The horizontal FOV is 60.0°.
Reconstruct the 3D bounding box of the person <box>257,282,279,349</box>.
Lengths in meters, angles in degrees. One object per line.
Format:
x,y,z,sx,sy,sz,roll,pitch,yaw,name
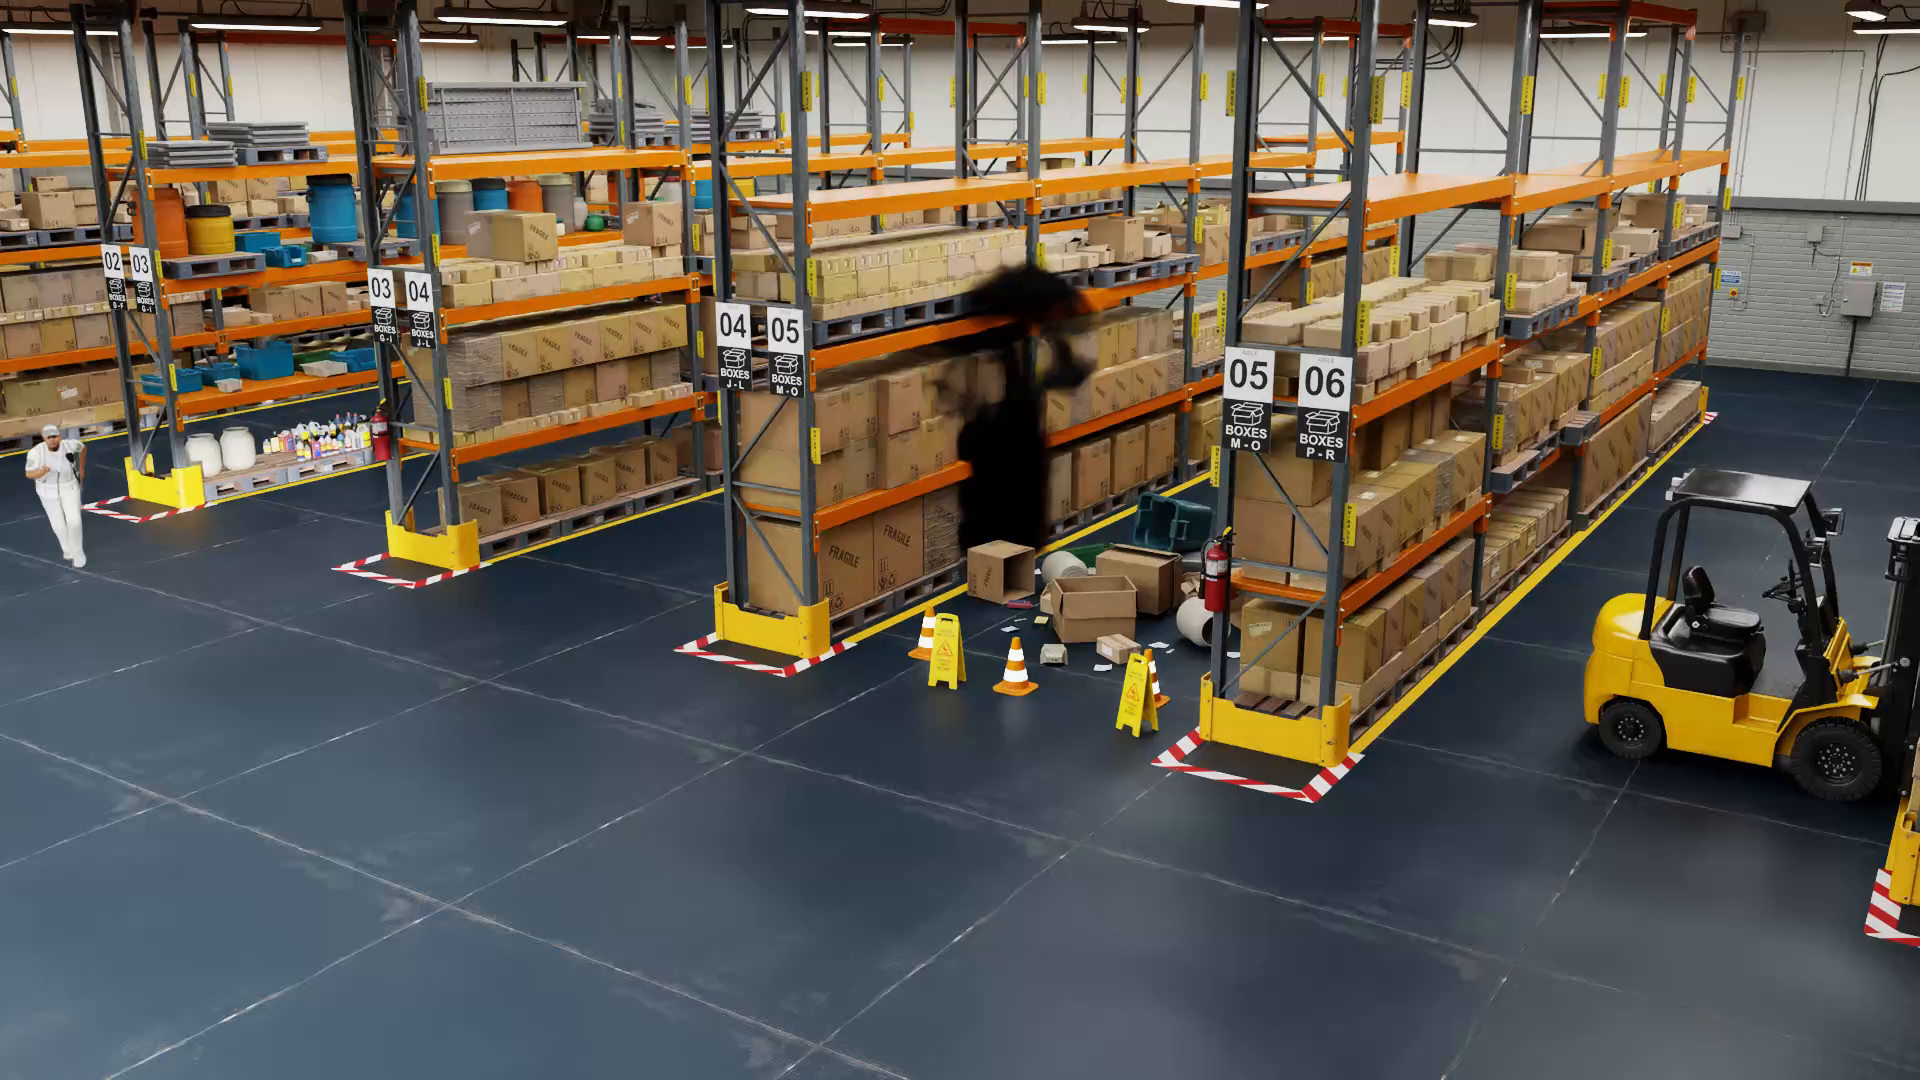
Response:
-12.416,-3.864,29.971,0.674,1.673,0.765,7,17,24,person

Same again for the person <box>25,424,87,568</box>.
-9.697,-0.495,17.948,0.585,1.608,0.868,-7,17,-23,person
